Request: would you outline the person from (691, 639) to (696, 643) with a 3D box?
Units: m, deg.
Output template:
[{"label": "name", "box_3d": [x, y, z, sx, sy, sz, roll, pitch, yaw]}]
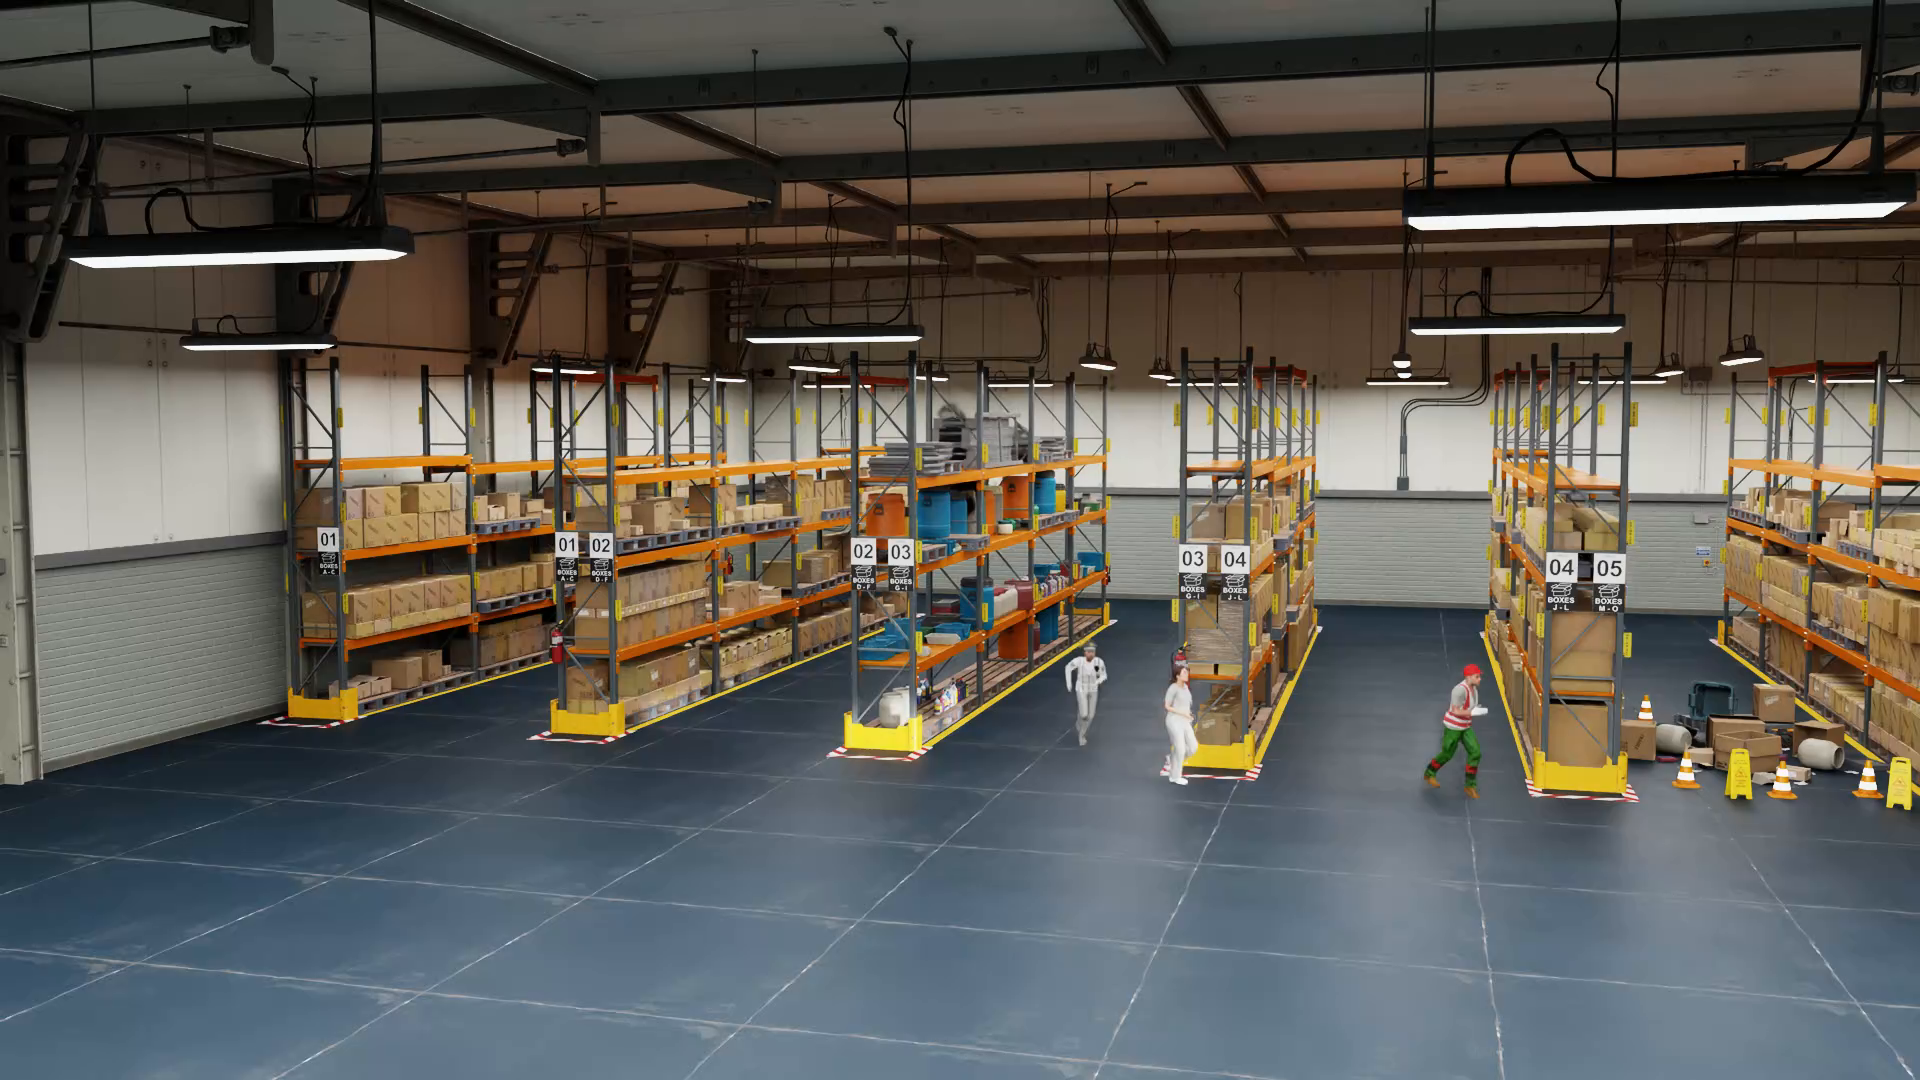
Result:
[{"label": "person", "box_3d": [-5.515, 1.698, 34.138, 0.508, 1.601, 0.667, 2, 4, 20]}]

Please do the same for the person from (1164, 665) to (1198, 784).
[{"label": "person", "box_3d": [3.001, 2.522, 22.727, 0.582, 1.641, 0.553, 4, 6, 44]}]

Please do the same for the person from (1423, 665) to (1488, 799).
[{"label": "person", "box_3d": [6.598, 2.534, 22.050, 0.684, 1.825, 0.930, -4, 6, -43]}]

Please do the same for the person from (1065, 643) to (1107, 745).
[{"label": "person", "box_3d": [1.939, 2.344, 25.432, 0.604, 1.616, 0.668, -1, 4, -9]}]
